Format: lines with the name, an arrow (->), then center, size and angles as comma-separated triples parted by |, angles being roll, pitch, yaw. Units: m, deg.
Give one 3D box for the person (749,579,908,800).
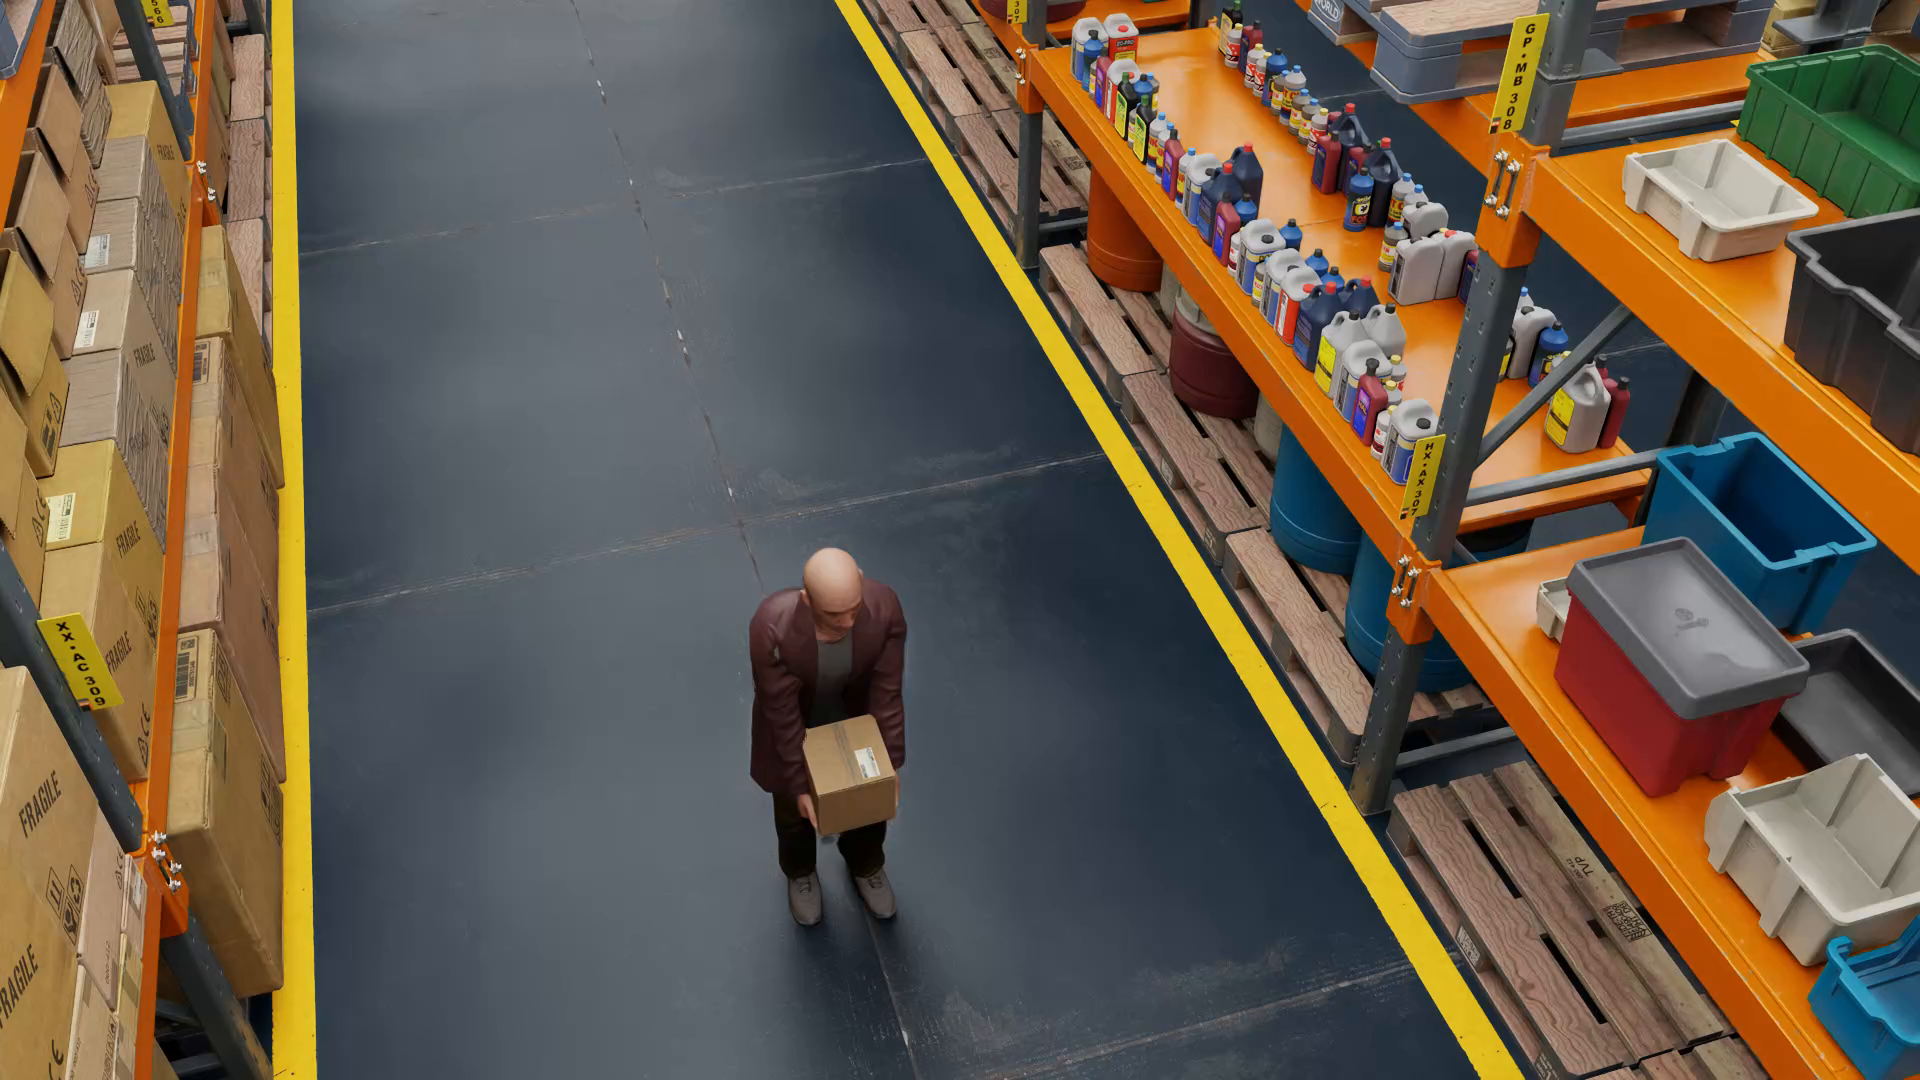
person -> -0.439, 0.455, 5.345 | 0.533, 0.927, 0.526 | -13, 43, -14
